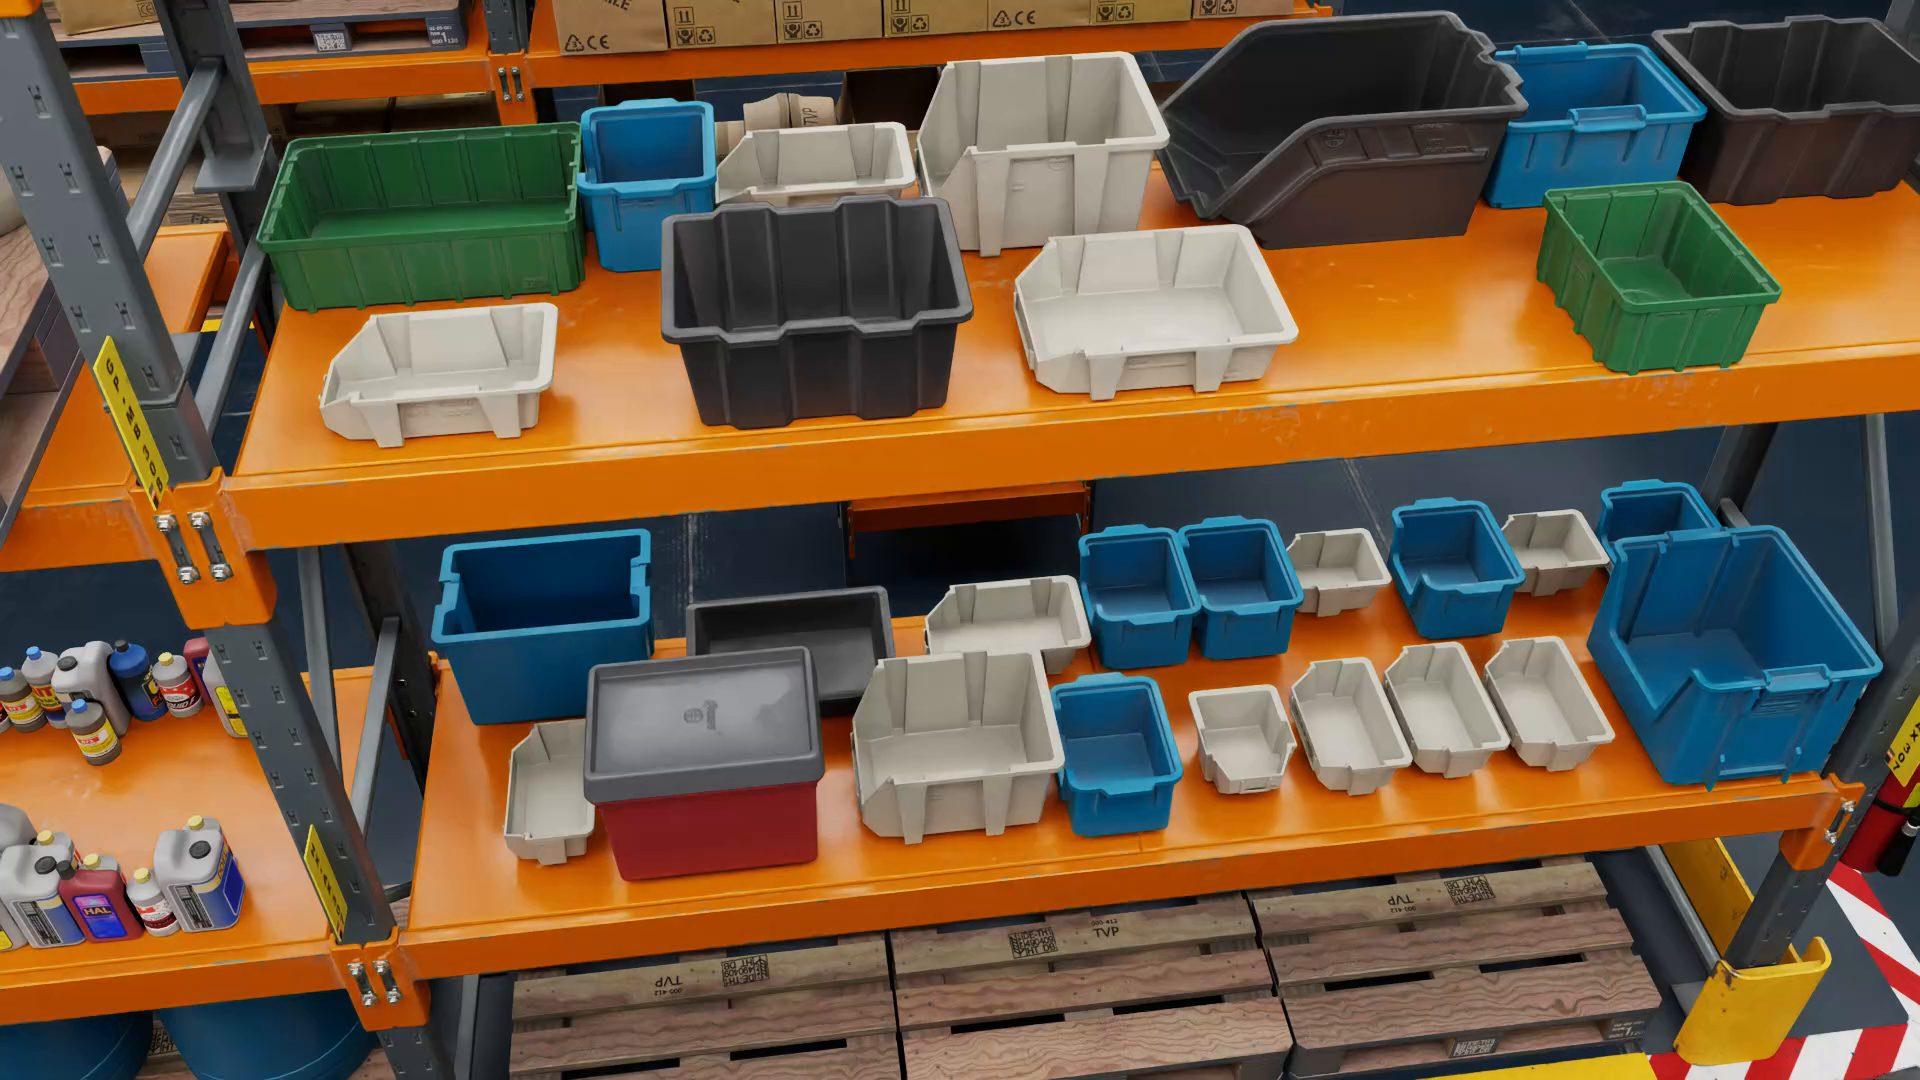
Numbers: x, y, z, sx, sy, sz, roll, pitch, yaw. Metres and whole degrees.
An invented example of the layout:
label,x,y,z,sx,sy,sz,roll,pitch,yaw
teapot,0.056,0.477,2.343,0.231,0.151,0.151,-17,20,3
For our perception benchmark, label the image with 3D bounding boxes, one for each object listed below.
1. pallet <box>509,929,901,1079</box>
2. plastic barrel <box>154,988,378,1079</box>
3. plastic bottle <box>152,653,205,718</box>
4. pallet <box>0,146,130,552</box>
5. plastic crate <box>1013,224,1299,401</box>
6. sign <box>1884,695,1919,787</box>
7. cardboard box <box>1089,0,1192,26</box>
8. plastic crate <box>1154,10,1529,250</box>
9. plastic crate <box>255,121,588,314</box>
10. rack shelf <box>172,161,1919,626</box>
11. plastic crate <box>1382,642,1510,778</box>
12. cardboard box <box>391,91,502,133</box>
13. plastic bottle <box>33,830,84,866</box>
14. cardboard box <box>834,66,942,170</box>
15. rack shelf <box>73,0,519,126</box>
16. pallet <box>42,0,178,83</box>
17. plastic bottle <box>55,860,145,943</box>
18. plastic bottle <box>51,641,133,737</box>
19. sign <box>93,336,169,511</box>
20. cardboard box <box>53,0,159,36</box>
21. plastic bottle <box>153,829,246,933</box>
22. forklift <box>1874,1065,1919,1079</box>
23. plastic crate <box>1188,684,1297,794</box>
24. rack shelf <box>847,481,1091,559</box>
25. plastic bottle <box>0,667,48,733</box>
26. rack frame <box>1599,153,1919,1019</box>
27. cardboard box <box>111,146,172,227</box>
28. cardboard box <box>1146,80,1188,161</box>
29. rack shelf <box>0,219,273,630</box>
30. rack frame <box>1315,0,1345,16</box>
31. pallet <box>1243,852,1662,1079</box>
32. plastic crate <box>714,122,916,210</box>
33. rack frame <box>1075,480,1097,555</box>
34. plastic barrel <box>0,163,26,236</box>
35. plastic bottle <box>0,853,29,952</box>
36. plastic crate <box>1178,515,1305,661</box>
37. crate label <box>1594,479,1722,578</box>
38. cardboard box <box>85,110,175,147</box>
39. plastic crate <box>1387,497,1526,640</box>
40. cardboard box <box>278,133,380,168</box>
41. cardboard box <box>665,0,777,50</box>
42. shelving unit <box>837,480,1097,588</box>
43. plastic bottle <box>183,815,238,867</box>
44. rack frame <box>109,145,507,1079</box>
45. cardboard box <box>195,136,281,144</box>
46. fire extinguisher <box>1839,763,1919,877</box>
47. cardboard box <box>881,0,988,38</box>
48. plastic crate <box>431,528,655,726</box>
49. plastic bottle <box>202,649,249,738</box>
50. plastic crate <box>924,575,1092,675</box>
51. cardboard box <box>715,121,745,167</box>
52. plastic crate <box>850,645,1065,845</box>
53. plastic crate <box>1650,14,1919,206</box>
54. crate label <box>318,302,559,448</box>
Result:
label,x,y,z,sx,sy,sz,roll,pitch,yaw
pallet,-0.834,1.491,5.439,1.213,0.211,1.003,-5,42,-6
plastic barrel,-2.100,1.205,4.928,0.708,0.901,0.600,-5,42,-6
plastic bottle,-2.221,0.401,4.714,0.097,0.201,0.097,0,42,0
pallet,-2.323,-0.365,3.317,1.003,0.211,1.213,-5,42,-6
plastic crate,0.391,-0.474,3.493,0.530,0.136,0.437,-5,42,-6
sign,2.495,0.501,4.333,0.005,0.325,0.100,-5,42,-6
cardboard box,0.847,-2.862,8.109,0.500,0.500,0.500,-5,42,-5
plastic crate,0.857,-0.943,3.862,0.767,0.338,0.504,-5,42,-6
plastic crate,-1.177,-0.727,3.735,0.662,0.188,0.450,-5,42,-6
rack shelf,0.425,-0.475,3.835,4.000,0.370,1.077,-5,42,-6
plastic crate,1.334,0.480,4.630,0.243,0.136,0.396,-5,42,-6
cardboard box,-2.708,-2.100,8.876,0.500,0.500,0.500,-7,42,-7
plastic bottle,-2.304,0.819,4.251,0.097,0.201,0.097,0,42,0
cardboard box,-0.335,-2.148,8.927,0.637,0.503,0.797,-5,42,-6
rack shelf,-4.180,-2.304,8.102,4.000,0.370,1.077,-5,42,-6
pallet,-4.235,-2.498,7.923,1.213,0.211,1.003,-5,42,-6
plastic bottle,-2.131,0.888,4.113,0.133,0.283,0.061,-5,42,-6
plastic bottle,-2.429,0.410,4.648,0.135,0.276,0.152,-5,42,-6
sign,-1.489,-0.206,2.993,0.005,0.325,0.100,-5,42,-6
cardboard box,-3.941,-2.743,7.664,0.500,0.500,0.700,-15,44,-16
plastic bottle,-1.907,0.840,4.171,0.135,0.276,0.152,-5,42,-6
forklift,1.603,2.243,2.575,1.130,2.935,3.031,6,42,6
plastic crate,0.770,0.559,4.543,0.250,0.136,0.298,-5,42,-6
rack shelf,0.007,-0.237,7.038,1.000,0.278,0.538,-5,42,-6
plastic bottle,-2.644,0.438,4.673,0.097,0.201,0.097,0,42,0
rack frame,2.408,0.198,4.791,0.127,3.000,1.000,-5,42,-6
cardboard box,-4.141,-1.620,8.345,0.500,0.500,0.500,-6,42,-7
cardboard box,1.262,-2.116,8.895,0.500,0.500,0.500,-5,42,-6
rack shelf,-3.541,-0.128,3.450,4.000,0.370,1.077,-5,42,-6
rack frame,1.769,-3.092,8.438,0.127,3.000,1.000,-5,42,-6
pallet,1.585,1.279,5.674,1.213,0.211,1.003,-5,42,-6
plastic crate,-0.346,-0.834,3.892,0.466,0.136,0.293,-5,42,-6
rack frame,0.511,-0.462,6.923,0.032,1.125,0.500,-5,42,-6
plastic barrel,-2.113,-0.896,3.349,0.433,0.535,0.433,0,42,0
plastic bottle,-2.427,0.861,4.093,0.185,0.351,0.144,-5,42,-6
plastic crate,0.815,0.155,4.919,0.300,0.233,0.416,-5,42,-6
crate label,2.121,0.041,5.046,0.303,0.233,0.416,-5,42,-6
cardboard box,-4.197,-2.247,8.480,0.500,0.250,0.500,-6,42,-6
plastic crate,1.468,0.098,4.982,0.300,0.233,0.416,-5,42,-6
cardboard box,-3.140,-1.709,8.443,0.500,0.500,0.500,-5,42,-5
cardboard box,-1.149,-2.692,7.920,0.500,0.500,0.500,-4,42,-5
shelving unit,0.007,-0.418,6.874,1.048,1.125,0.538,-5,42,-6
plastic bottle,-1.942,0.787,4.286,0.097,0.201,0.097,0,42,0
rack frame,-1.558,0.545,4.406,0.127,3.000,1.000,-5,42,-6
cardboard box,-3.732,-2.007,8.774,0.500,0.500,0.500,-5,42,-5
fire extinguisher,2.616,0.654,4.622,0.183,0.674,0.296,-5,42,-6
cardboard box,-0.148,-2.779,8.016,0.500,0.500,0.500,-6,42,-6
plastic crate,-1.140,0.262,4.687,0.575,0.384,0.392,-5,42,-6
plastic bottle,-1.989,0.382,4.623,0.185,0.351,0.144,-5,42,-6
plastic crate,0.129,0.270,4.863,0.466,0.136,0.293,-5,42,-6
cardboard box,-1.305,-2.160,9.205,0.250,0.149,0.380,-5,42,-6
plastic crate,-0.020,0.557,4.437,0.530,0.282,0.437,-5,42,-6
plastic crate,1.990,-1.019,3.998,0.590,0.269,0.497,-5,42,-6
crate label,-1.036,-0.321,3.324,0.466,0.136,0.293,-5,42,-6
